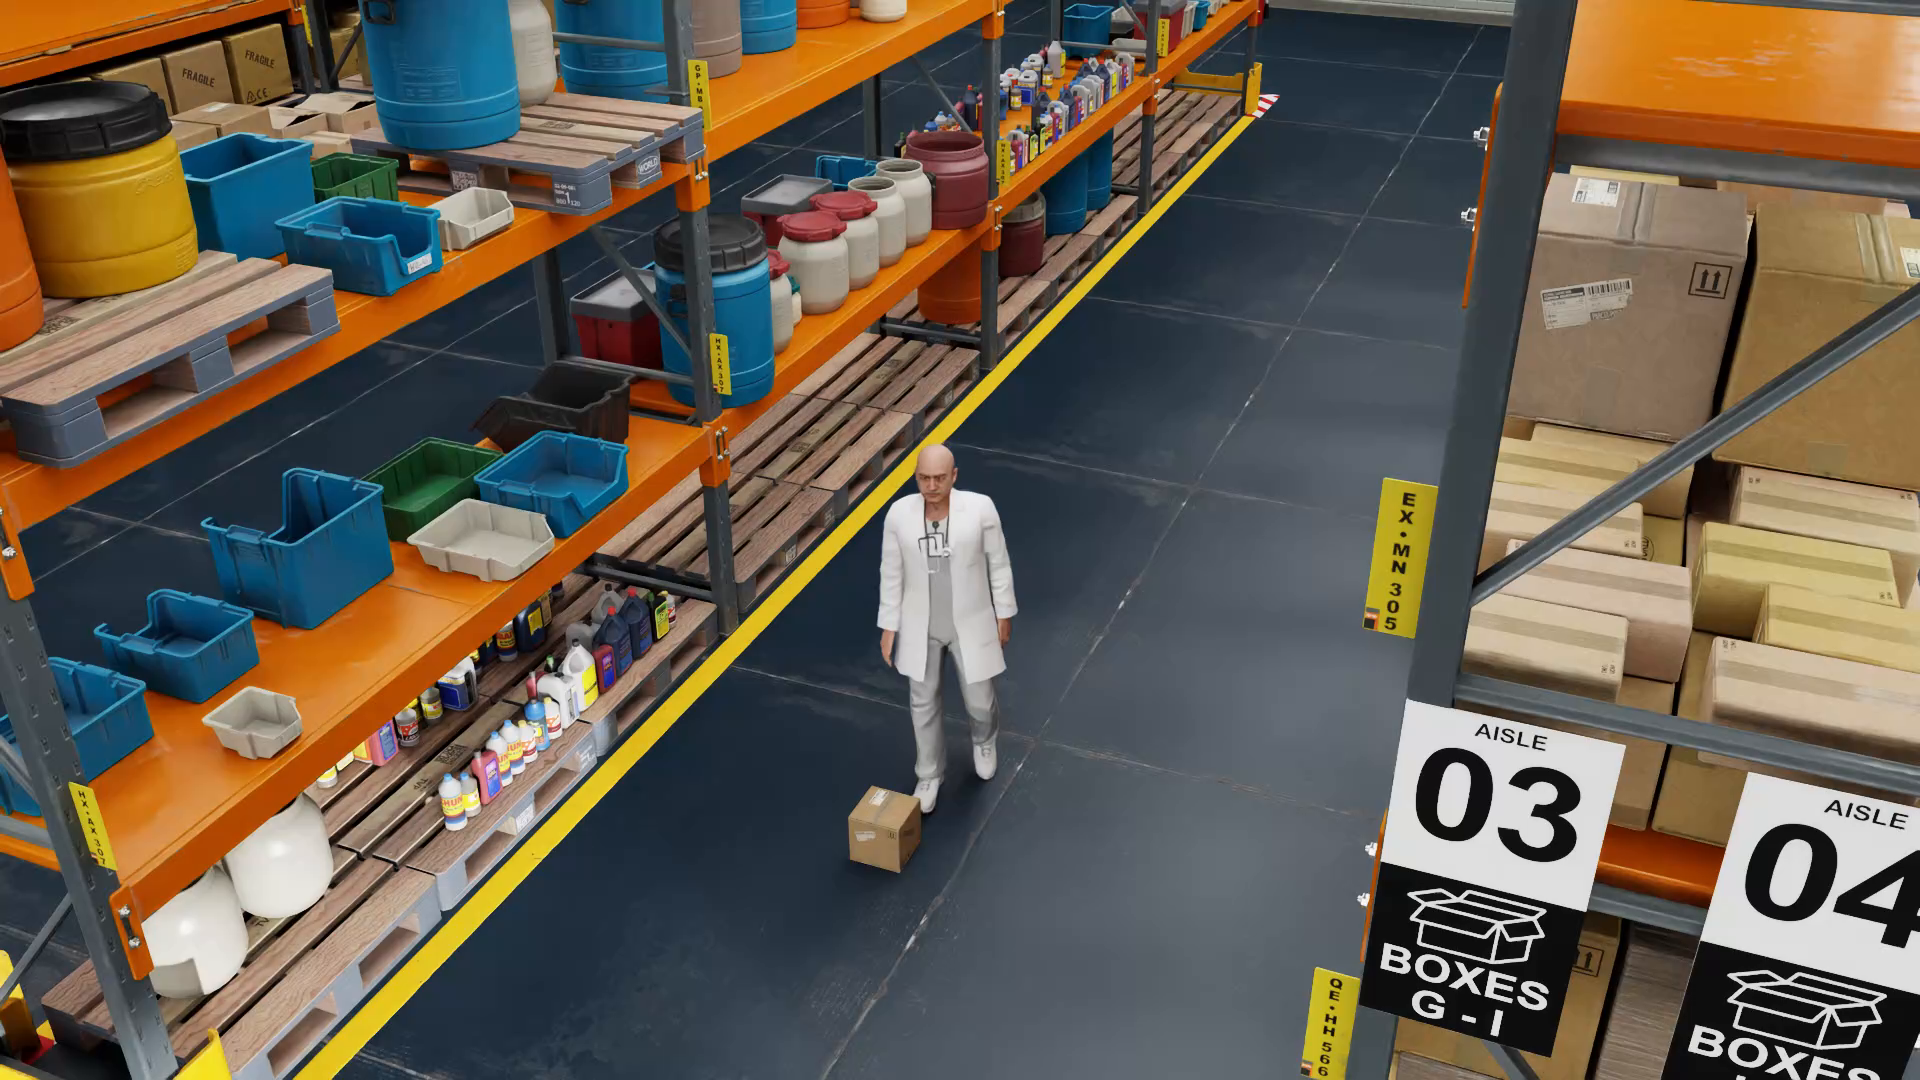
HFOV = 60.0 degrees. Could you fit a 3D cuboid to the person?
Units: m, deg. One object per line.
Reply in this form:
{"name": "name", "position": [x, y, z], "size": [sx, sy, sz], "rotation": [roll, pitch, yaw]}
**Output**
{"name": "person", "position": [-0.061, 0.395, 7.680], "size": [0.639, 1.785, 0.652], "rotation": [5, 30, 10]}
